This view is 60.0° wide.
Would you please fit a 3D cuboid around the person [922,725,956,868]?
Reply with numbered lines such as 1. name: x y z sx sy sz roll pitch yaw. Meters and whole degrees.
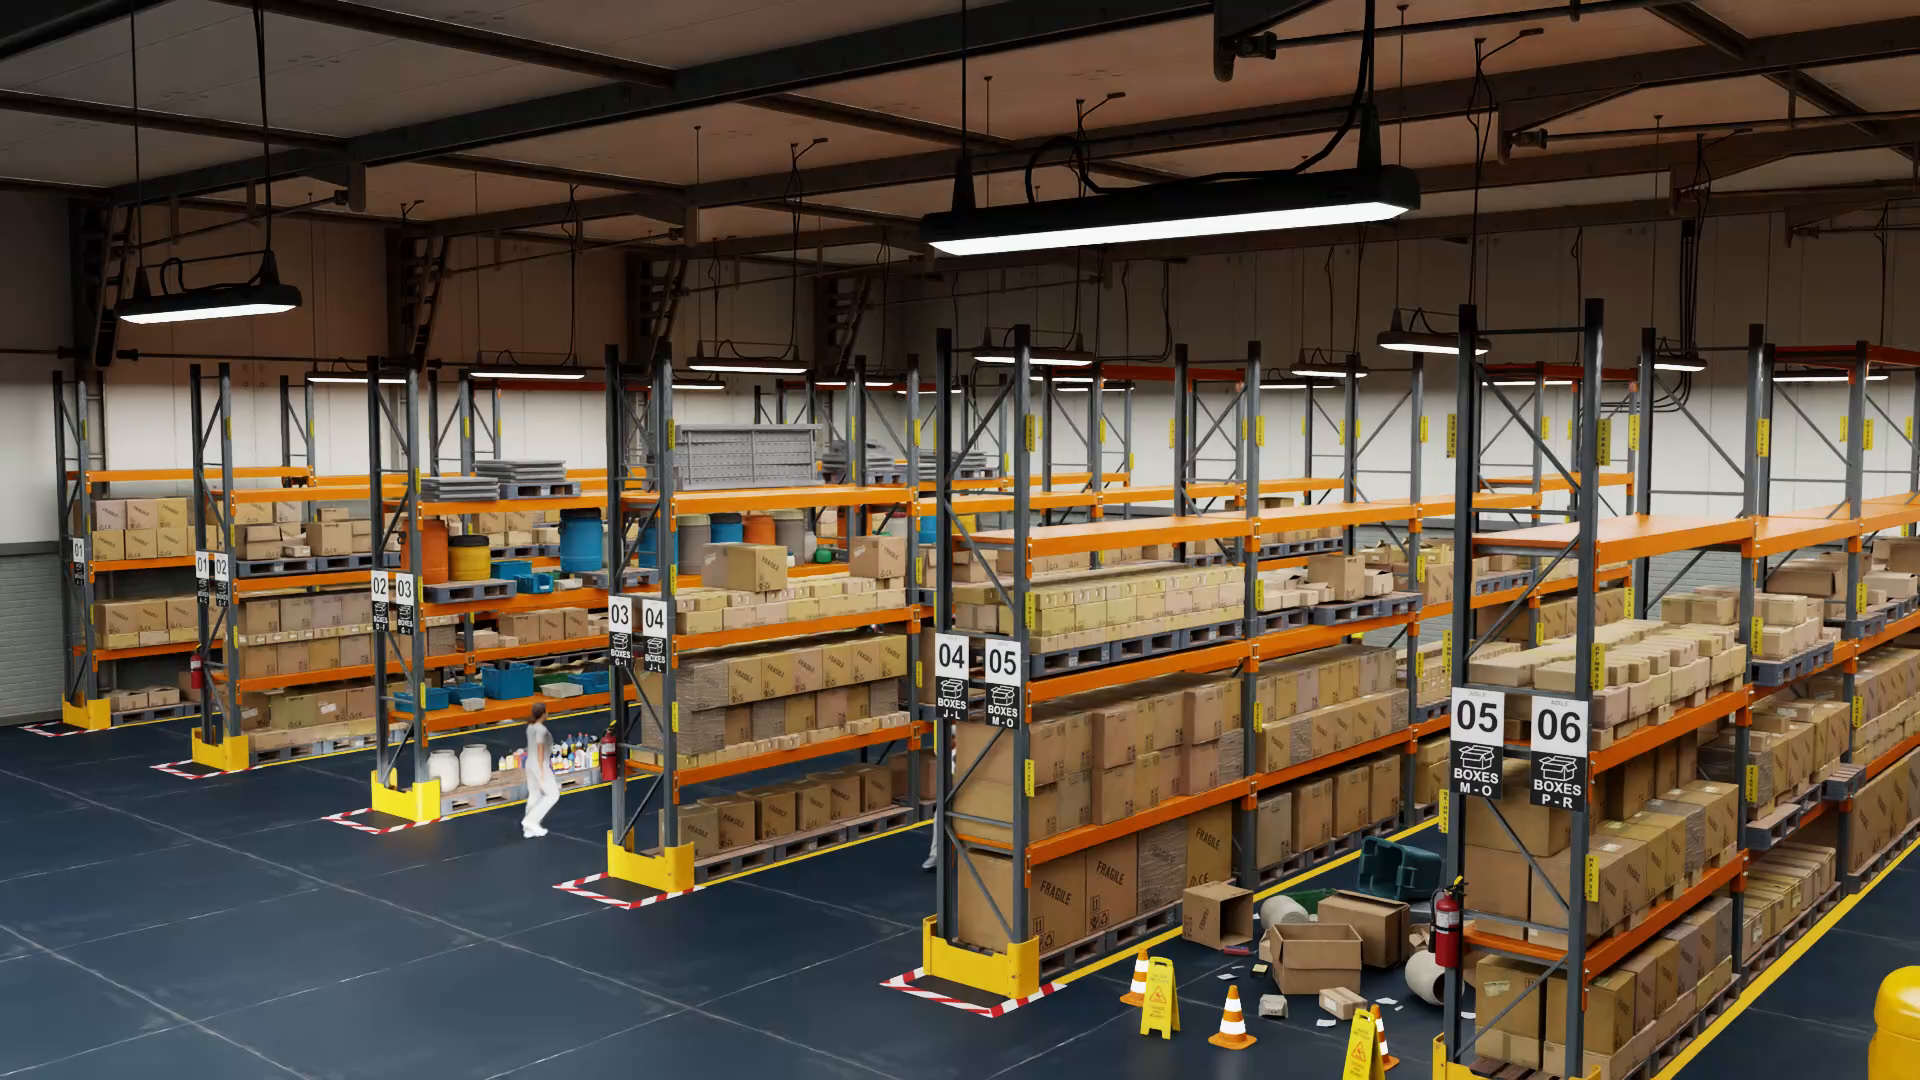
1. person: -0.095 2.945 19.249 0.508 1.620 0.965 3 5 34

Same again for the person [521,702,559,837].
1. person: -5.252 2.841 20.598 0.470 1.660 0.499 -3 5 -38

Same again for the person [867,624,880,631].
1. person: -1.514 1.949 32.306 0.541 1.435 0.728 4 6 44

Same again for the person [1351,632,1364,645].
1. person: 6.601 2.326 27.348 0.541 1.725 0.979 3 5 38
